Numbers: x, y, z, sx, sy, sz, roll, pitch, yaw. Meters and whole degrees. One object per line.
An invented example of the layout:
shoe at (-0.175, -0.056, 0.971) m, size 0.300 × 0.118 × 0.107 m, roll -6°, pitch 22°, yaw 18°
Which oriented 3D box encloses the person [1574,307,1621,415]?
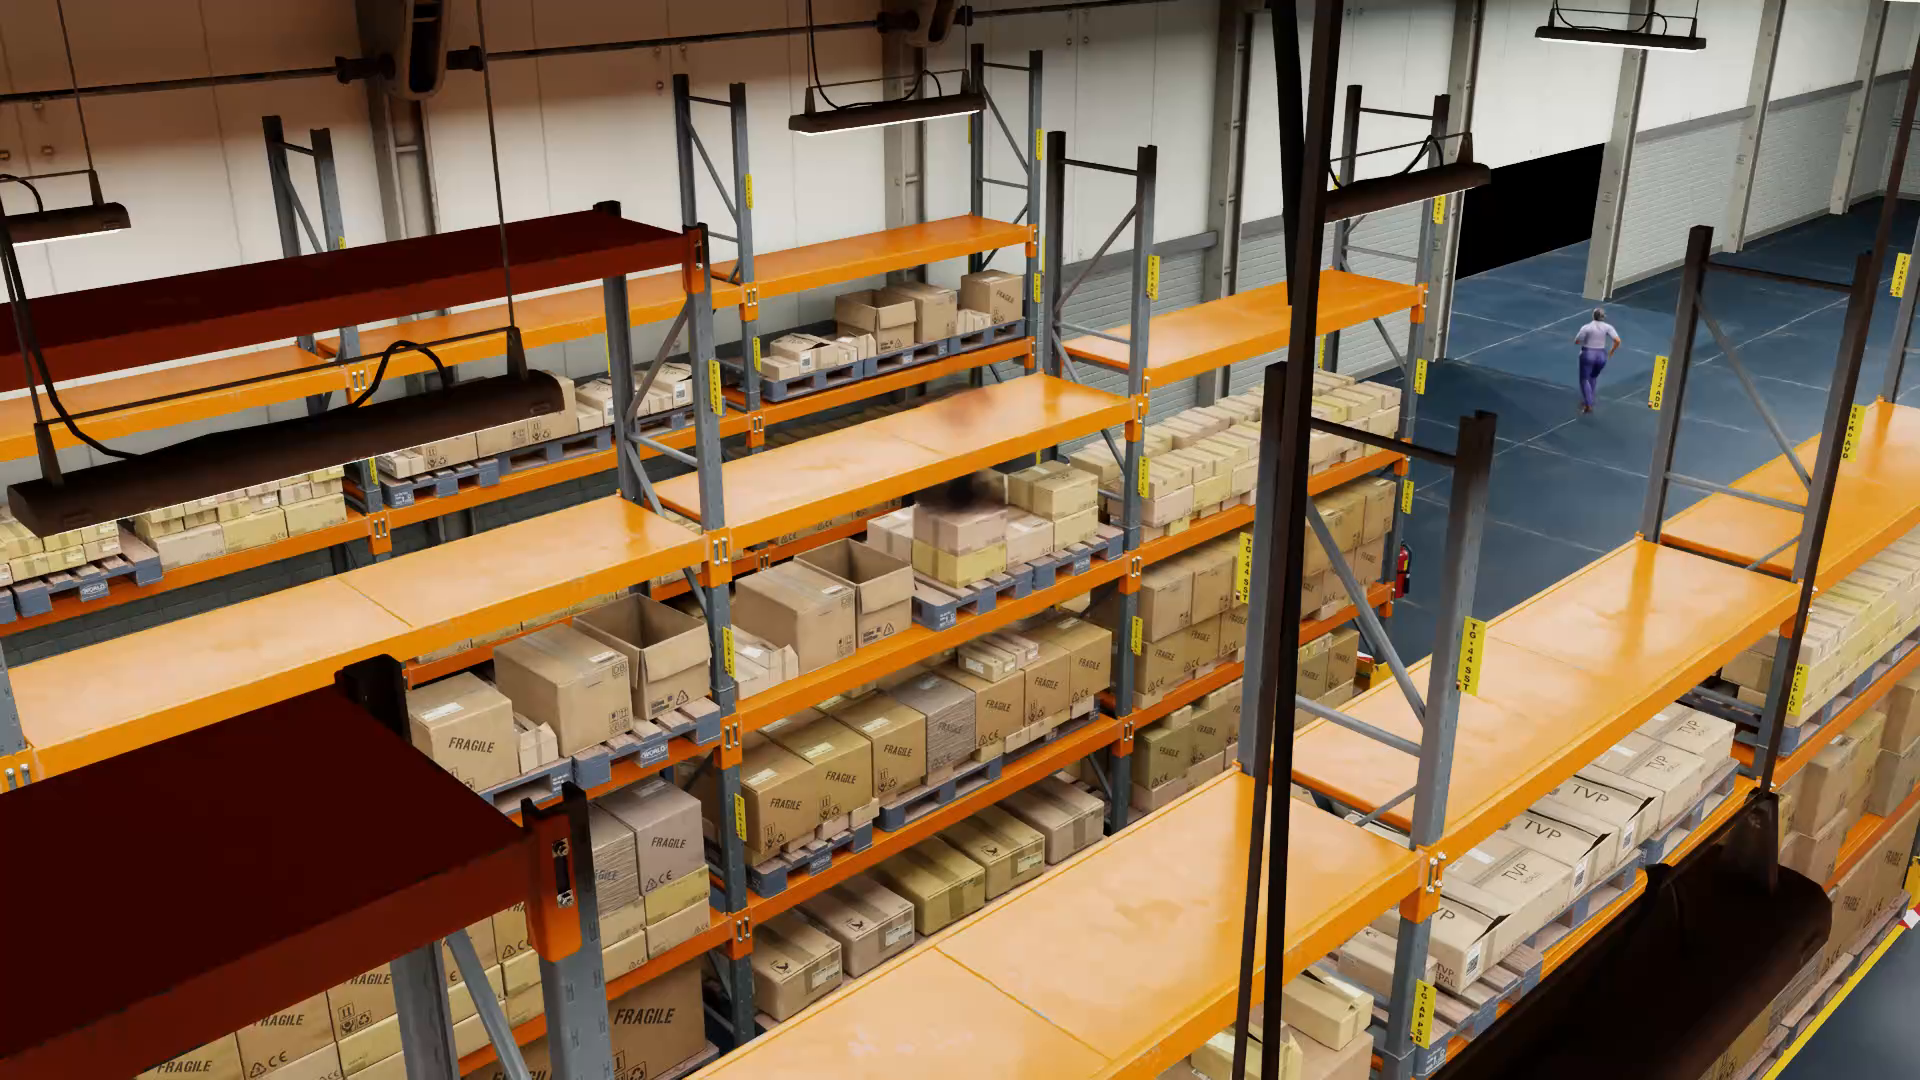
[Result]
person at (9.598, -2.713, 25.239) m, size 0.594 × 1.665 × 0.895 m, roll -1°, pitch 22°, yaw -2°
